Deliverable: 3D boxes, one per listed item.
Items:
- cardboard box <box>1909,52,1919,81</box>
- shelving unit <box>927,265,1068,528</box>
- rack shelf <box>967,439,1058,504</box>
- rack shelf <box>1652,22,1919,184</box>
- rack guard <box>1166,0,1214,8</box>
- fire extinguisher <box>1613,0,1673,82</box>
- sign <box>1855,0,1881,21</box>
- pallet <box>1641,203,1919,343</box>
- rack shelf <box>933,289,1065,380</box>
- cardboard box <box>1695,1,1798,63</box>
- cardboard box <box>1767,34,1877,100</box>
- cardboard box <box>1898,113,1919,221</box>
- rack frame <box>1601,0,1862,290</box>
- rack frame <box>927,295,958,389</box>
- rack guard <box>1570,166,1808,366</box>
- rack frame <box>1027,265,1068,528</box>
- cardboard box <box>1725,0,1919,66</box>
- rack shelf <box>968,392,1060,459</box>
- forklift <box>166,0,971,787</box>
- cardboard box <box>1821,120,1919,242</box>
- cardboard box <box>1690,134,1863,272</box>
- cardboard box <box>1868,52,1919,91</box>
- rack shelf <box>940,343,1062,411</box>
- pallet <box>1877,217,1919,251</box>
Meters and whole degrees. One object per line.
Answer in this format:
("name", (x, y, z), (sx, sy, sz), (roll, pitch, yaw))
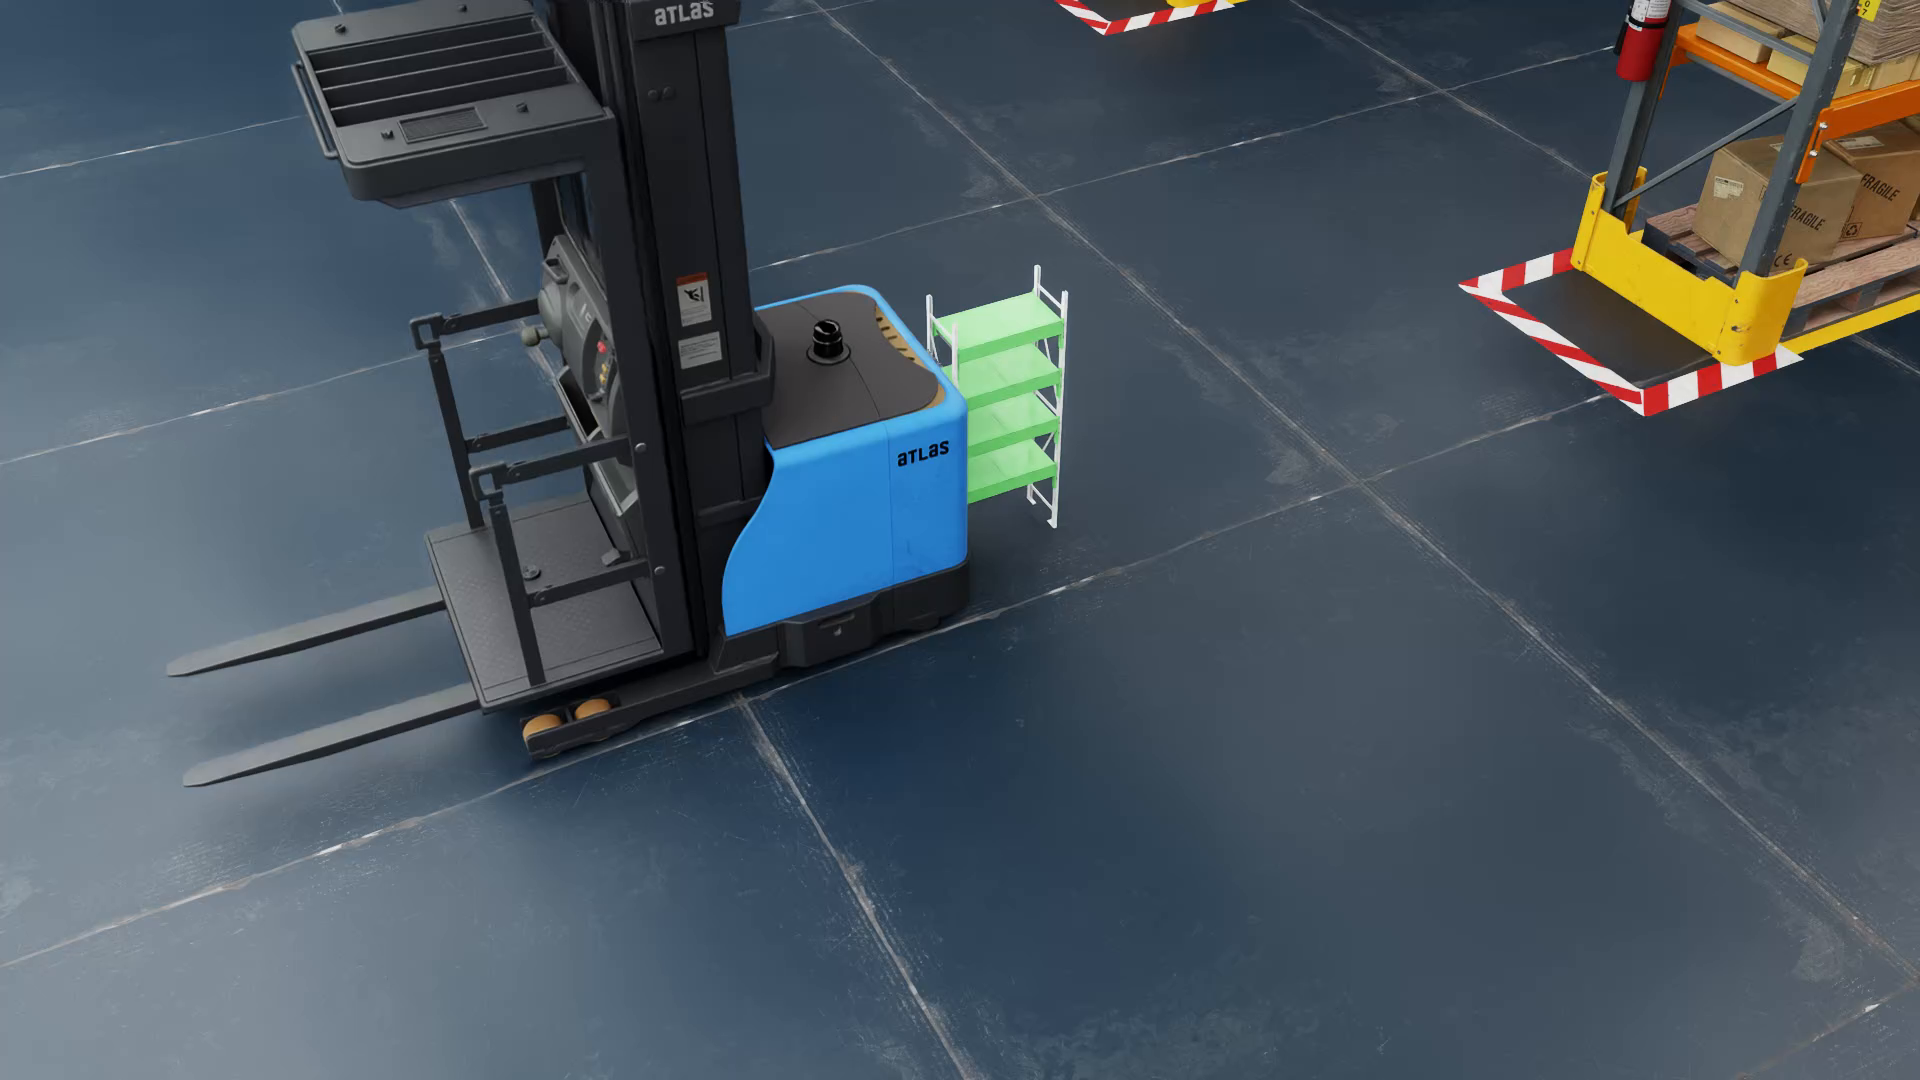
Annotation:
("cardboard box", (4.468, -2.341, 7.888), (0.250, 0.149, 0.380), (-19, 44, -21))
("shelving unit", (0.147, -0.507, 6.921), (0.503, 1.200, 0.258), (-19, 44, -21))
("rack shelf", (0.147, -0.275, 7.117), (0.480, 0.148, 0.258), (-19, 44, -21))
("rack shelf", (5.420, -2.681, 8.652), (4.000, 0.370, 1.077), (-19, 44, -21))
("rack guard", (1.404, -4.292, 11.934), (0.348, 0.500, 1.175), (-19, 44, -21))
("fire extinguisher", (3.331, -2.559, 8.011), (0.183, 0.674, 0.296), (-19, 44, -21))
("sign", (3.897, -2.378, 7.068), (0.005, 0.325, 0.100), (-19, 44, -21))
("pallet", (4.450, -1.539, 8.905), (1.213, 0.211, 1.003), (-19, 44, -21))
("rack shelf", (0.147, -0.825, 6.652), (0.480, 0.148, 0.258), (-19, 44, -21))
("cardboard box", (3.803, -2.466, 8.036), (0.250, 0.149, 0.380), (-19, 44, -21))
("cardboard box", (4.009, -2.211, 7.735), (0.250, 0.149, 0.380), (-19, 44, -21))
("cardboard box", (5.286, -2.116, 9.037), (0.500, 0.500, 0.500), (-15, 42, -17))
("rack frame", (3.646, -2.359, 7.715), (0.127, 3.000, 1.000), (-19, 44, -21))
("rack frame", (-0.070, -0.435, 6.835), (0.015, 1.200, 0.240), (-19, 44, -21))
("rack guard", (3.713, -1.427, 8.549), (0.348, 0.500, 1.175), (-19, 44, -21))
("rack frame", (0.363, -0.580, 7.007), (0.015, 1.200, 0.240), (-19, 44, -21))
("cardboard box", (4.146, -2.659, 7.762), (0.500, 0.500, 0.875), (-19, 44, -21))
("rack shelf", (0.147, -0.459, 6.962), (0.480, 0.148, 0.258), (-19, 44, -21))
("forklift", (-1.515, -0.687, 5.793), (3.031, 2.935, 1.130), (-17, 43, -19))
("cardboard box", (4.722, -1.940, 8.829), (0.500, 0.500, 0.500), (-8, 41, -9))
("cardboard box", (4.207, -1.742, 8.595), (0.500, 0.500, 0.500), (-11, 41, -13))
("cardboard box", (4.239, -2.275, 7.810), (0.250, 0.149, 0.380), (-19, 44, -21))
("rack shelf", (0.147, -0.642, 6.807), (0.480, 0.148, 0.258), (-19, 44, -21))
("pallet", (5.531, -1.901, 9.332), (1.213, 0.211, 1.003), (-19, 44, -21))
